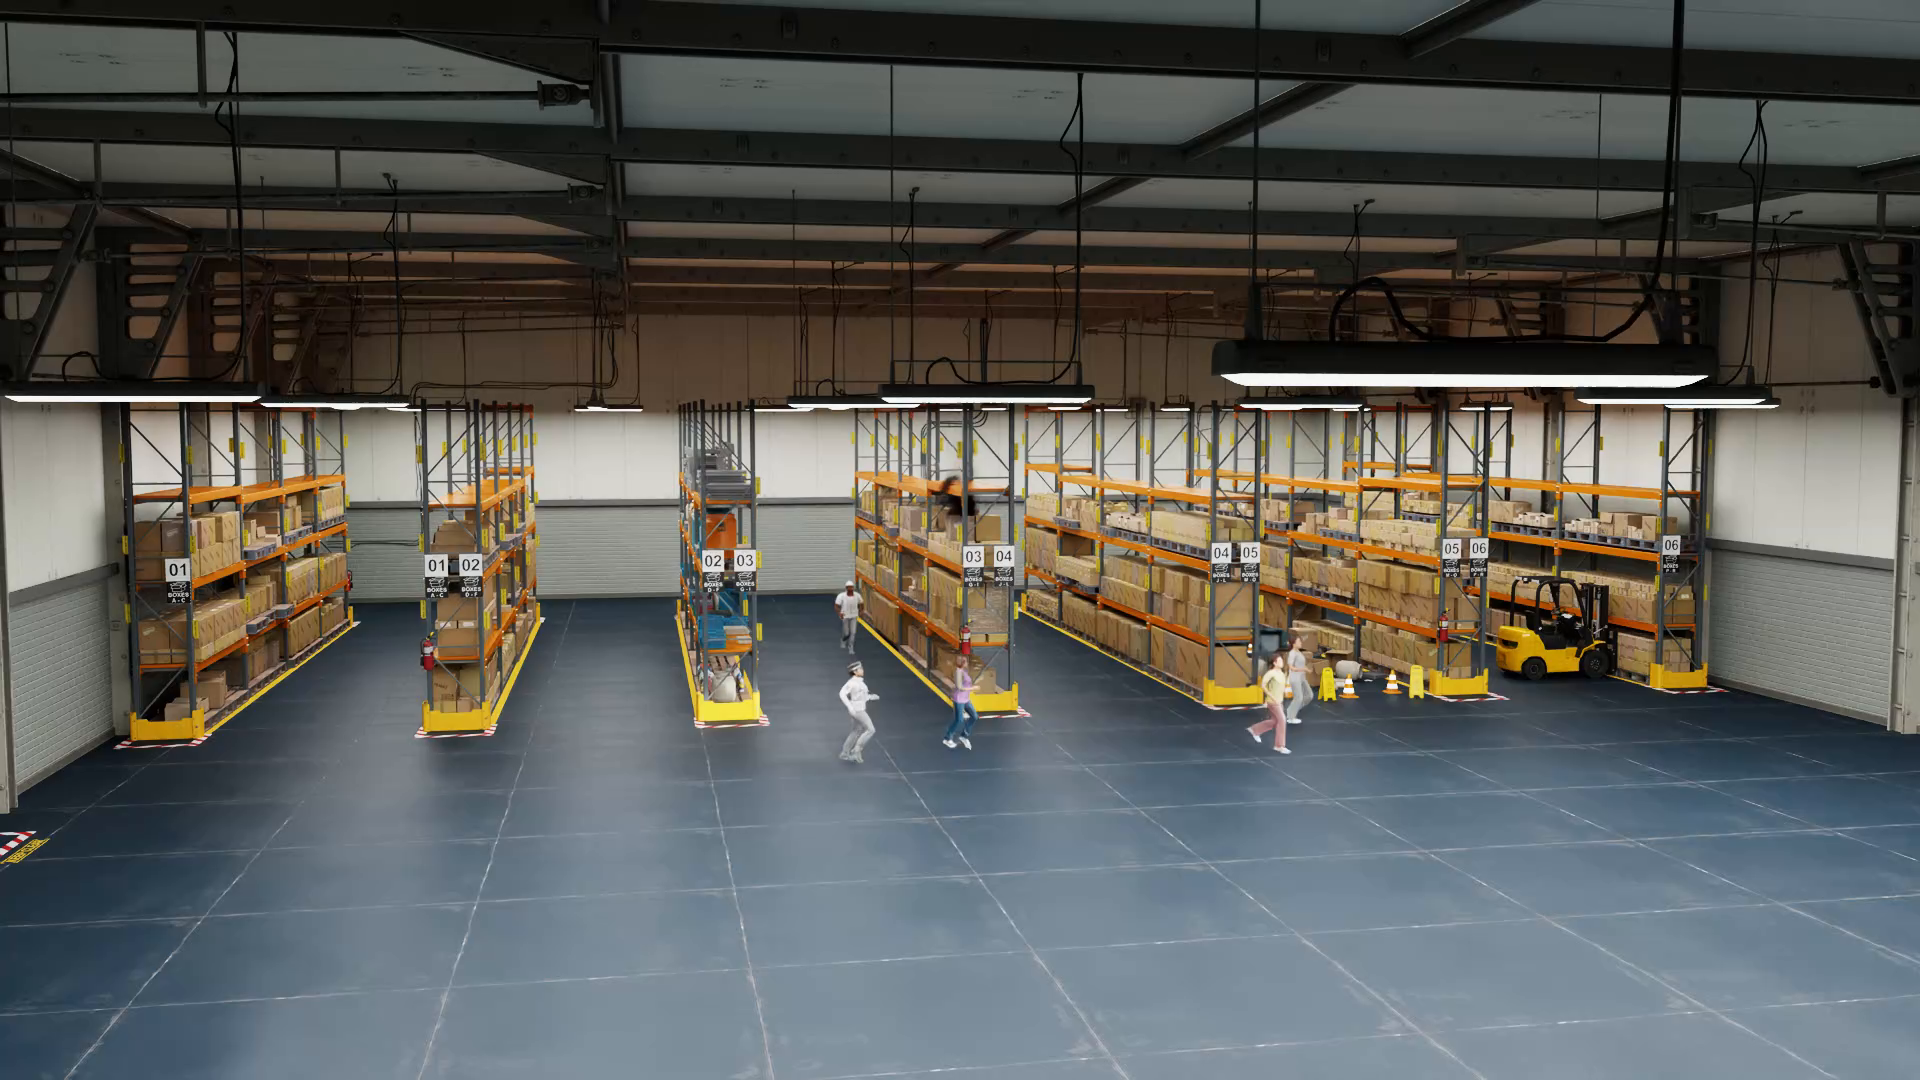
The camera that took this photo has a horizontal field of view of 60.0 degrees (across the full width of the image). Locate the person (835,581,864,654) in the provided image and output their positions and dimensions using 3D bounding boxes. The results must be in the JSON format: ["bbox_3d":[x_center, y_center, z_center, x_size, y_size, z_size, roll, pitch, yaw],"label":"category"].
[{"bbox_3d":[-2.642,1.848,39.950,0.723,1.743,0.653,-1,4,-16],"label":"person"}]

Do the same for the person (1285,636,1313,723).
[{"bbox_3d":[6.278,2.580,30.698,0.547,1.627,0.554,3,5,33],"label":"person"}]

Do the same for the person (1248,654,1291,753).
[{"bbox_3d":[5.283,2.762,28.318,0.784,1.675,0.577,3,5,32],"label":"person"}]

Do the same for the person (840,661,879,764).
[{"bbox_3d":[-1.646,2.819,27.284,0.645,1.690,0.582,0,4,5],"label":"person"}]

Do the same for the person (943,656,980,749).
[{"bbox_3d":[0.031,2.780,28.415,0.657,1.626,0.579,1,4,15],"label":"person"}]
